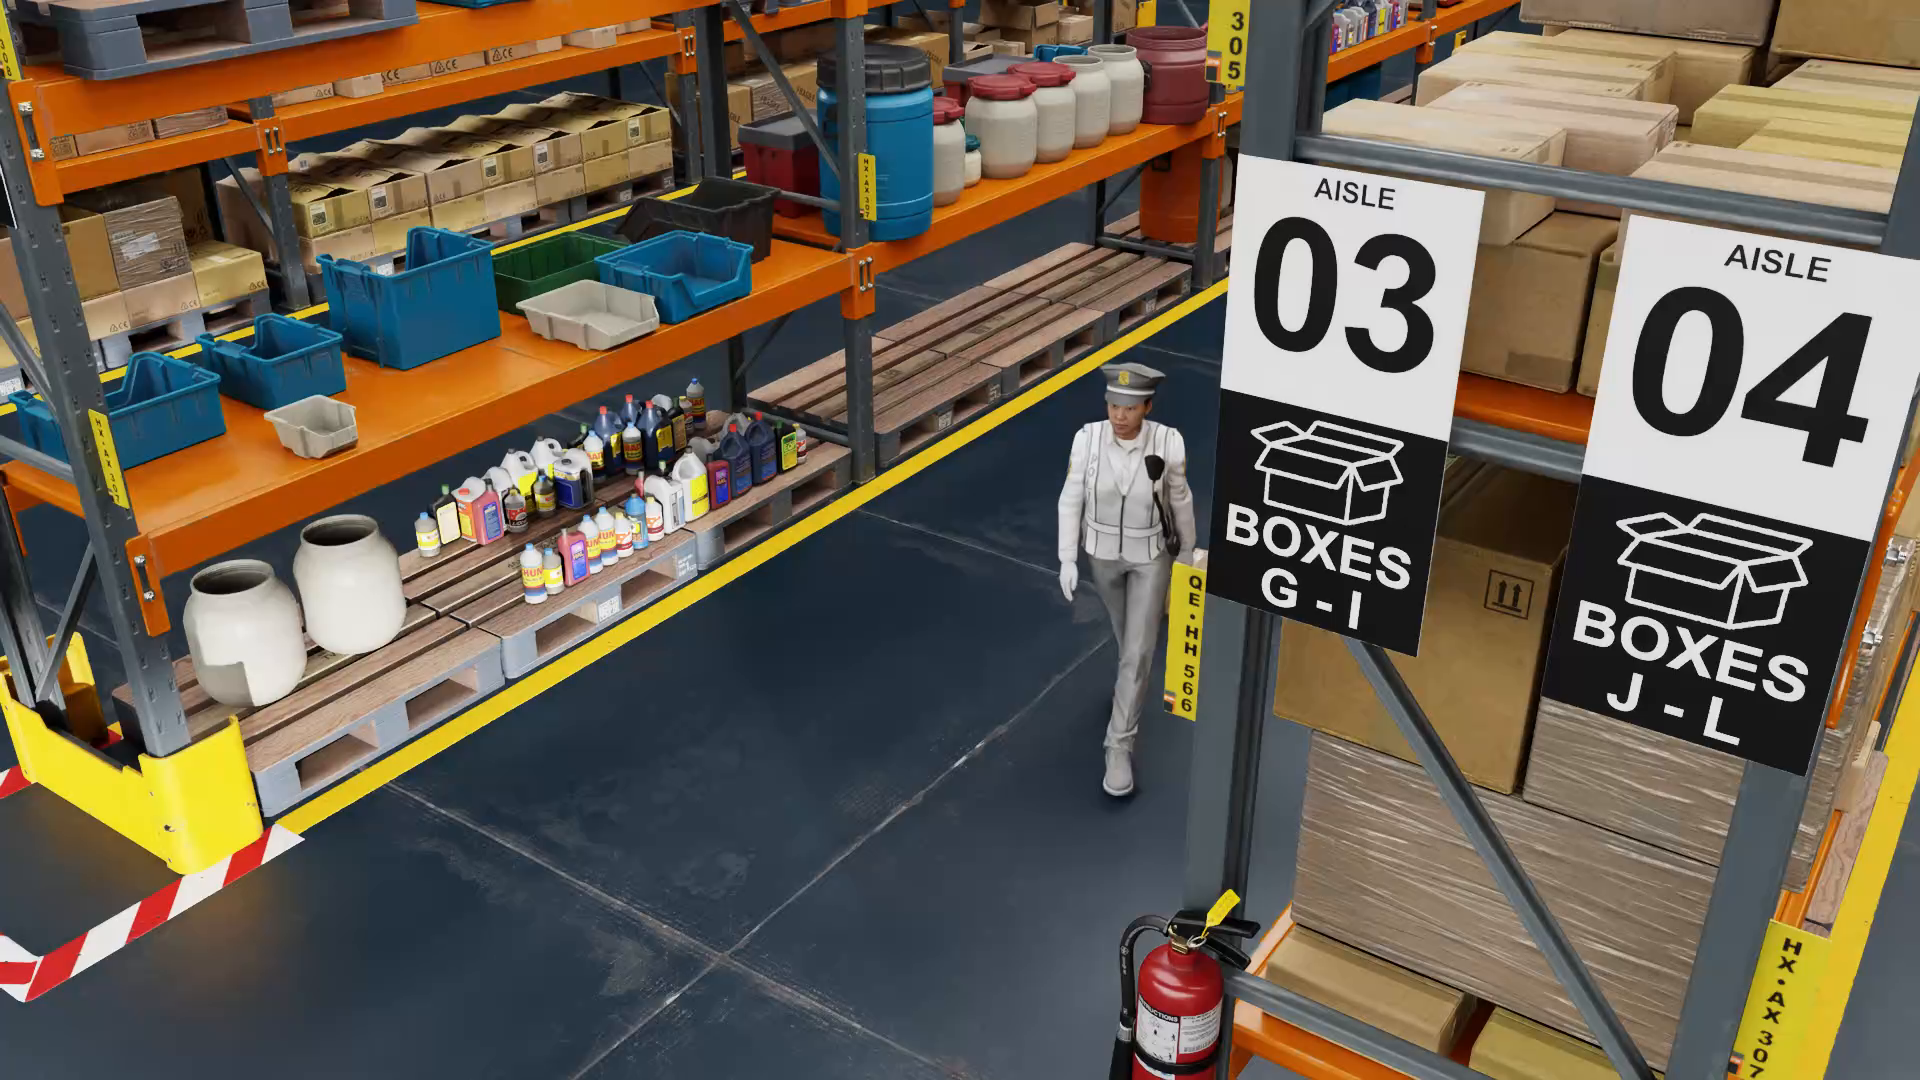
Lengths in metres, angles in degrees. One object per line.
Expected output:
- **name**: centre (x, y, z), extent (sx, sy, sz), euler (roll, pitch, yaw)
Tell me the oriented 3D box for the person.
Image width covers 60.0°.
- **person**: centre (0.625, 0.054, 6.472), extent (0.514, 1.617, 0.963), euler (9, 29, 17)
